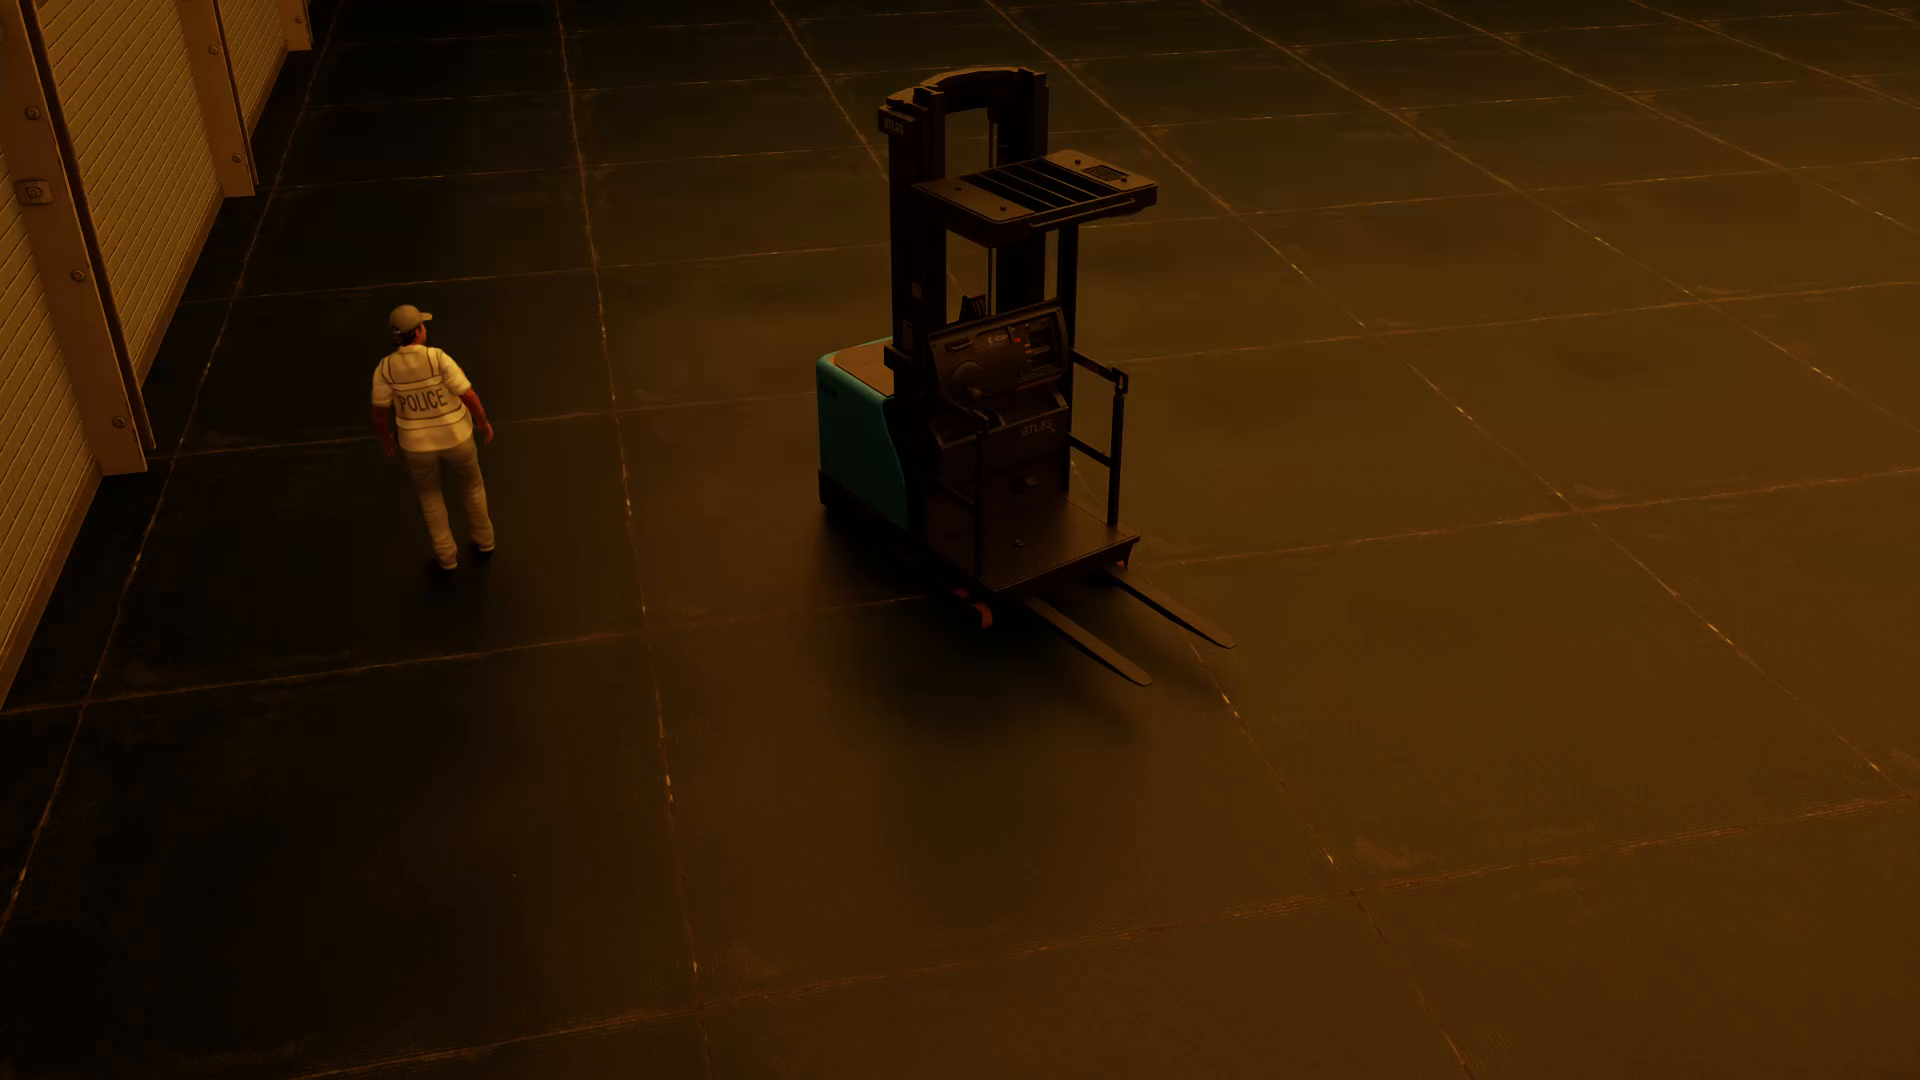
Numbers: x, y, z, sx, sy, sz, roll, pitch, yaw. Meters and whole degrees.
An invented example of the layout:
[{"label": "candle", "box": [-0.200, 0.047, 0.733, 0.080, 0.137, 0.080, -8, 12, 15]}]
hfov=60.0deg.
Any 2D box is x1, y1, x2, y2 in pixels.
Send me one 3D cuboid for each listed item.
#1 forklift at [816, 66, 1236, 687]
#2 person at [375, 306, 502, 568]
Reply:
[{"label": "forklift", "box": [0.355, -1.021, 9.338, 1.130, 2.935, 3.031, -20, 35, -30]}, {"label": "person", "box": [-3.100, -0.633, 9.851, 0.615, 1.671, 0.527, -8, 31, -13]}]
